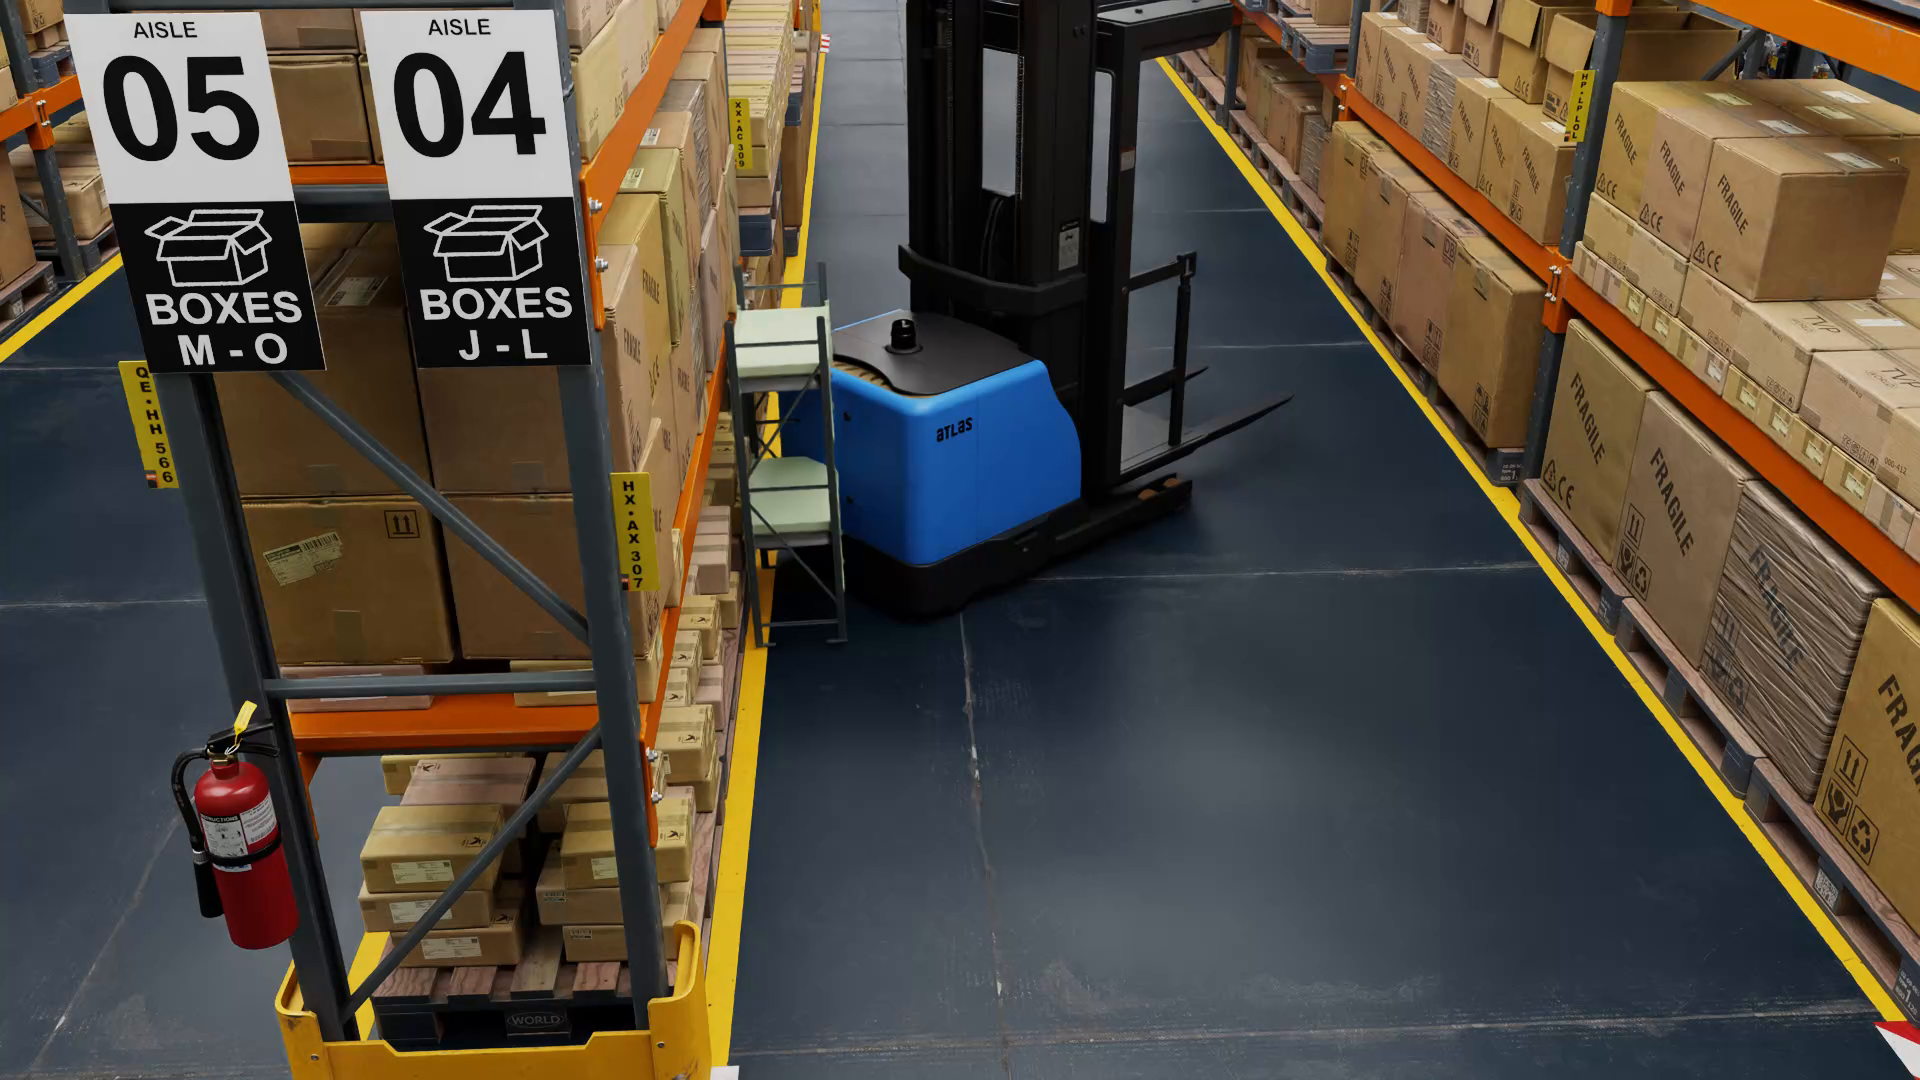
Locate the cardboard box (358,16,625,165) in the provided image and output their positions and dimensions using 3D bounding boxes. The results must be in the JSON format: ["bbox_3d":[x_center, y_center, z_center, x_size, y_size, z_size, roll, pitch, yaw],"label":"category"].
[{"bbox_3d":[-1.114,-1.098,4.029,0.500,0.250,0.500,0,28,-1],"label":"cardboard box"}]

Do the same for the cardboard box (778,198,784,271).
[{"bbox_3d":[-1.468,-2.095,11.273,0.500,0.500,0.500,-2,28,-3],"label":"cardboard box"}]

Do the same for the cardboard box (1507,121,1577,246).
[{"bbox_3d":[3.107,-1.795,8.339,0.500,0.500,0.500,-1,28,-2],"label":"cardboard box"}]

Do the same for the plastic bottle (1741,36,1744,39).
[{"bbox_3d":[8.250,-5.171,17.391,0.152,0.276,0.135,-2,28,-4],"label":"plastic bottle"}]

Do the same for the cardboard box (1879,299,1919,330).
[{"bbox_3d":[3.769,-0.700,6.189,0.500,0.250,0.500,-2,28,-4],"label":"cardboard box"}]

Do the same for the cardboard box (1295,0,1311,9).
[{"bbox_3d":[2.838,-4.278,12.901,0.396,0.266,0.258,-2,28,-4],"label":"cardboard box"}]

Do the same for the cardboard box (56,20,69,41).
[{"bbox_3d":[-6.482,-3.637,11.798,0.380,0.149,0.250,-3,28,-6],"label":"cardboard box"}]

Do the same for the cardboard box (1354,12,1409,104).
[{"bbox_3d":[2.949,-3.202,11.037,0.500,0.500,0.500,-1,28,-1],"label":"cardboard box"}]

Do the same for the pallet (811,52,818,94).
[{"bbox_3d":[-2.001,-4.844,17.309,1.003,0.211,1.213,-1,28,-3],"label":"pallet"}]

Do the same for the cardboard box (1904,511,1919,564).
[{"bbox_3d":[3.238,0.025,5.231,0.380,0.149,0.250,-1,28,-3],"label":"cardboard box"}]

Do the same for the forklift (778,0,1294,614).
[{"bbox_3d":[0.550,-1.543,8.040,3.031,2.935,1.130,-24,36,-38],"label":"forklift"}]

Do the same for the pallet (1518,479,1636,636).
[{"bbox_3d":[3.366,0.048,7.929,1.003,0.211,1.213,-1,28,-3],"label":"pallet"}]

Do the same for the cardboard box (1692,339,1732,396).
[{"bbox_3d":[3.155,-0.686,6.594,0.380,0.149,0.250,-1,28,-2],"label":"cardboard box"}]

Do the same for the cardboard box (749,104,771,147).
[{"bbox_3d":[-1.116,-2.000,8.014,0.380,0.149,0.250,0,28,0],"label":"cardboard box"}]

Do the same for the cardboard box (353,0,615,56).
[{"bbox_3d":[-1.110,-1.319,3.914,0.500,0.250,0.500,-1,28,-2],"label":"cardboard box"}]

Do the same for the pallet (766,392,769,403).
[{"bbox_3d":[-1.663,-1.156,10.238,1.003,0.211,1.213,-1,28,-3],"label":"pallet"}]

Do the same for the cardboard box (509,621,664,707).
[{"bbox_3d":[-1.035,0.333,4.639,0.380,0.149,0.250,-2,28,-3],"label":"cardboard box"}]

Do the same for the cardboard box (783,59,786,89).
[{"bbox_3d":[-1.213,-2.709,9.696,0.380,0.149,0.250,-1,28,-1],"label":"cardboard box"}]

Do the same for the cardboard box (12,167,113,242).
[{"bbox_3d":[-6.721,-2.431,12.055,0.950,0.372,0.625,-3,28,-6],"label":"cardboard box"}]

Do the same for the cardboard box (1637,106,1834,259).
[{"bbox_3d":[3.192,-1.484,6.881,0.500,0.500,0.500,-1,28,-3],"label":"cardboard box"}]

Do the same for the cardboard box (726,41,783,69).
[{"bbox_3d":[-1.202,-2.721,9.398,0.380,0.149,0.250,-1,28,-1],"label":"cardboard box"}]

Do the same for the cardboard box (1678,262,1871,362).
[{"bbox_3d":[3.221,-0.914,6.600,0.500,0.250,0.500,-1,28,-1],"label":"cardboard box"}]

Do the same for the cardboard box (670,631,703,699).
[{"bbox_3d":[-1.154,0.459,6.113,0.380,0.149,0.250,0,28,-1],"label":"cardboard box"}]

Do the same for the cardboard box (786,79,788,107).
[{"bbox_3d":[-1.229,-2.700,10.001,0.380,0.149,0.250,-3,28,-5],"label":"cardboard box"}]

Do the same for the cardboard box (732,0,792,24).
[{"bbox_3d":[-1.280,-3.438,10.773,0.380,0.149,0.250,-2,28,-5],"label":"cardboard box"}]

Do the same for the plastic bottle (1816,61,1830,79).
[{"bbox_3d":[8.354,-4.498,16.105,0.097,0.271,0.097,0,28,0],"label":"plastic bottle"}]

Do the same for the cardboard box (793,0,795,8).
[{"bbox_3d":[-1.652,-4.739,13.984,0.500,0.500,0.500,-2,28,-3],"label":"cardboard box"}]

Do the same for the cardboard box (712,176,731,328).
[{"bbox_3d":[-1.221,-1.188,6.854,0.500,0.500,0.500,-2,28,-4],"label":"cardboard box"}]

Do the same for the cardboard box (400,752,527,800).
[{"bbox_3d":[-1.687,0.848,5.687,0.380,0.149,0.250,-2,28,-5],"label":"cardboard box"}]

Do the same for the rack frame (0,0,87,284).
[{"bbox_3d":[-6.701,-3.149,11.044,1.000,3.000,0.127,-1,28,-3],"label":"rack frame"}]

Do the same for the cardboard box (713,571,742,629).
[{"bbox_3d":[-1.140,0.261,7.135,0.380,0.149,0.250,-1,28,-3],"label":"cardboard box"}]

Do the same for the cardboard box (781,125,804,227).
[{"bbox_3d":[-1.705,-2.787,12.329,1.050,0.750,0.750,-2,28,-3],"label":"cardboard box"}]

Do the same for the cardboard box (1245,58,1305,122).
[{"bbox_3d":[2.997,-4.038,14.976,0.700,0.500,0.500,-3,28,-7],"label":"cardboard box"}]

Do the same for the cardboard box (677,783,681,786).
[{"bbox_3d":[-1.169,0.974,5.767,0.380,0.149,0.250,-1,28,-2],"label":"cardboard box"}]

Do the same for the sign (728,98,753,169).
[{"bbox_3d":[-1.013,-1.868,7.653,0.100,0.325,0.005,-1,28,-3],"label":"sign"}]

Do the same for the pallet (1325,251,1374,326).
[{"bbox_3d":[3.161,-1.786,11.446,1.003,0.211,1.213,-1,28,-3],"label":"pallet"}]

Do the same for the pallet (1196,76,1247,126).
[{"bbox_3d":[2.916,-4.308,16.282,1.003,0.211,1.213,-1,28,-3],"label":"pallet"}]

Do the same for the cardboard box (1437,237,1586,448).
[{"bbox_3d":[3.351,-1.080,8.921,1.225,0.875,0.875,-1,28,-2],"label":"cardboard box"}]

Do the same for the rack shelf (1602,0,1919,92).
[{"bbox_3d":[3.508,-1.628,5.663,1.077,0.370,4.000,-1,28,-3],"label":"rack shelf"}]

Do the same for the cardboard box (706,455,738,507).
[{"bbox_3d":[-1.203,-0.264,7.498,0.380,0.149,0.250,-2,28,-3],"label":"cardboard box"}]

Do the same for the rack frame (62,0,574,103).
[{"bbox_3d":[-1.346,-2.281,2.892,1.000,3.000,0.127,-1,28,-3],"label":"rack frame"}]

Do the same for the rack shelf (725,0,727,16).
[{"bbox_3d":[-1.659,-3.403,9.064,1.077,0.370,4.000,-1,28,-3],"label":"rack shelf"}]

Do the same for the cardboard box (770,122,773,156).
[{"bbox_3d":[-1.131,-1.987,8.313,0.380,0.149,0.250,-2,28,-4],"label":"cardboard box"}]

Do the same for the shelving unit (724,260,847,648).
[{"bbox_3d":[-0.743,-0.377,7.293,0.431,1.500,0.755,-3,27,-3],"label":"shelving unit"}]

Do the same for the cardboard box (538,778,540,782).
[{"bbox_3d":[-1.650,0.865,5.977,0.380,0.149,0.250,-1,28,-2],"label":"cardboard box"}]

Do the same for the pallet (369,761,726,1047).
[{"bbox_3d":[-1.357,1.205,5.712,1.003,0.211,1.213,-1,28,-3],"label":"pallet"}]

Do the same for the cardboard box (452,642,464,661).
[{"bbox_3d":[-1.620,0.231,4.835,0.380,0.149,0.250,-1,28,-3],"label":"cardboard box"}]

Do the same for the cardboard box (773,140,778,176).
[{"bbox_3d":[-1.145,-1.979,8.619,0.380,0.149,0.250,-1,28,-2],"label":"cardboard box"}]

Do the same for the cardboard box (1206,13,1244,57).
[{"bbox_3d":[2.872,-5.307,17.431,0.500,0.500,0.500,1,28,2],"label":"cardboard box"}]

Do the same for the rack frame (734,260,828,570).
[{"bbox_3d":[-0.769,-0.543,7.619,0.400,1.500,0.023,-3,27,-3],"label":"rack frame"}]

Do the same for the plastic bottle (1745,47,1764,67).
[{"bbox_3d":[8.126,-4.994,17.050,0.152,0.276,0.135,-1,28,-3],"label":"plastic bottle"}]

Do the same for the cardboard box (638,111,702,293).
[{"bbox_3d":[-1.172,-1.163,5.725,0.500,0.500,0.500,-2,28,-4],"label":"cardboard box"}]
